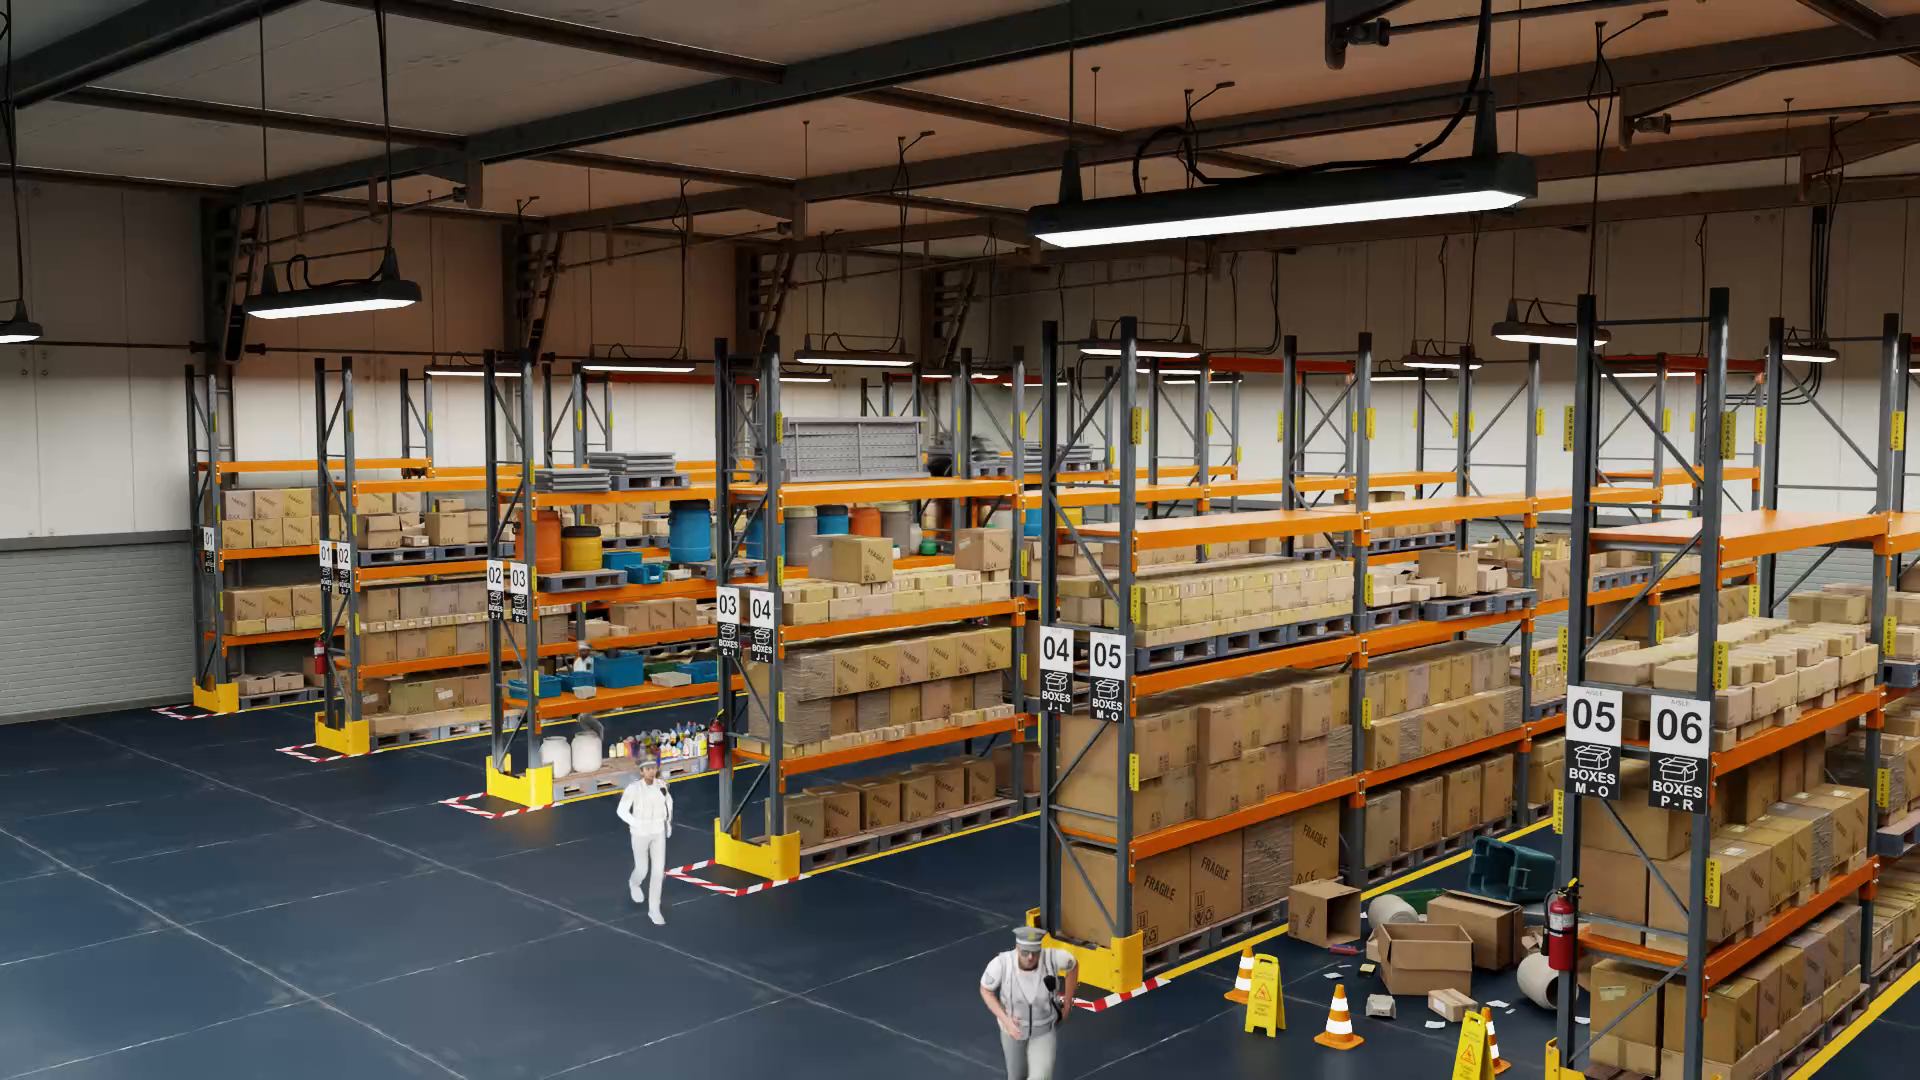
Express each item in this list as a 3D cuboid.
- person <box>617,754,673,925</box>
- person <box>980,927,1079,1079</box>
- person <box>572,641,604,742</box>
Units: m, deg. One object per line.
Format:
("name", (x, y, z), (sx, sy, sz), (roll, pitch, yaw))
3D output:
("person", (-3.207, 3.024, 17.068), (0.622, 1.696, 0.788), (-2, 5, -26))
("person", (0.479, 3.457, 11.753), (0.703, 1.720, 1.024), (0, 4, -3))
("person", (-5.780, 2.373, 25.648), (0.577, 1.661, 0.546), (2, 5, 25))
